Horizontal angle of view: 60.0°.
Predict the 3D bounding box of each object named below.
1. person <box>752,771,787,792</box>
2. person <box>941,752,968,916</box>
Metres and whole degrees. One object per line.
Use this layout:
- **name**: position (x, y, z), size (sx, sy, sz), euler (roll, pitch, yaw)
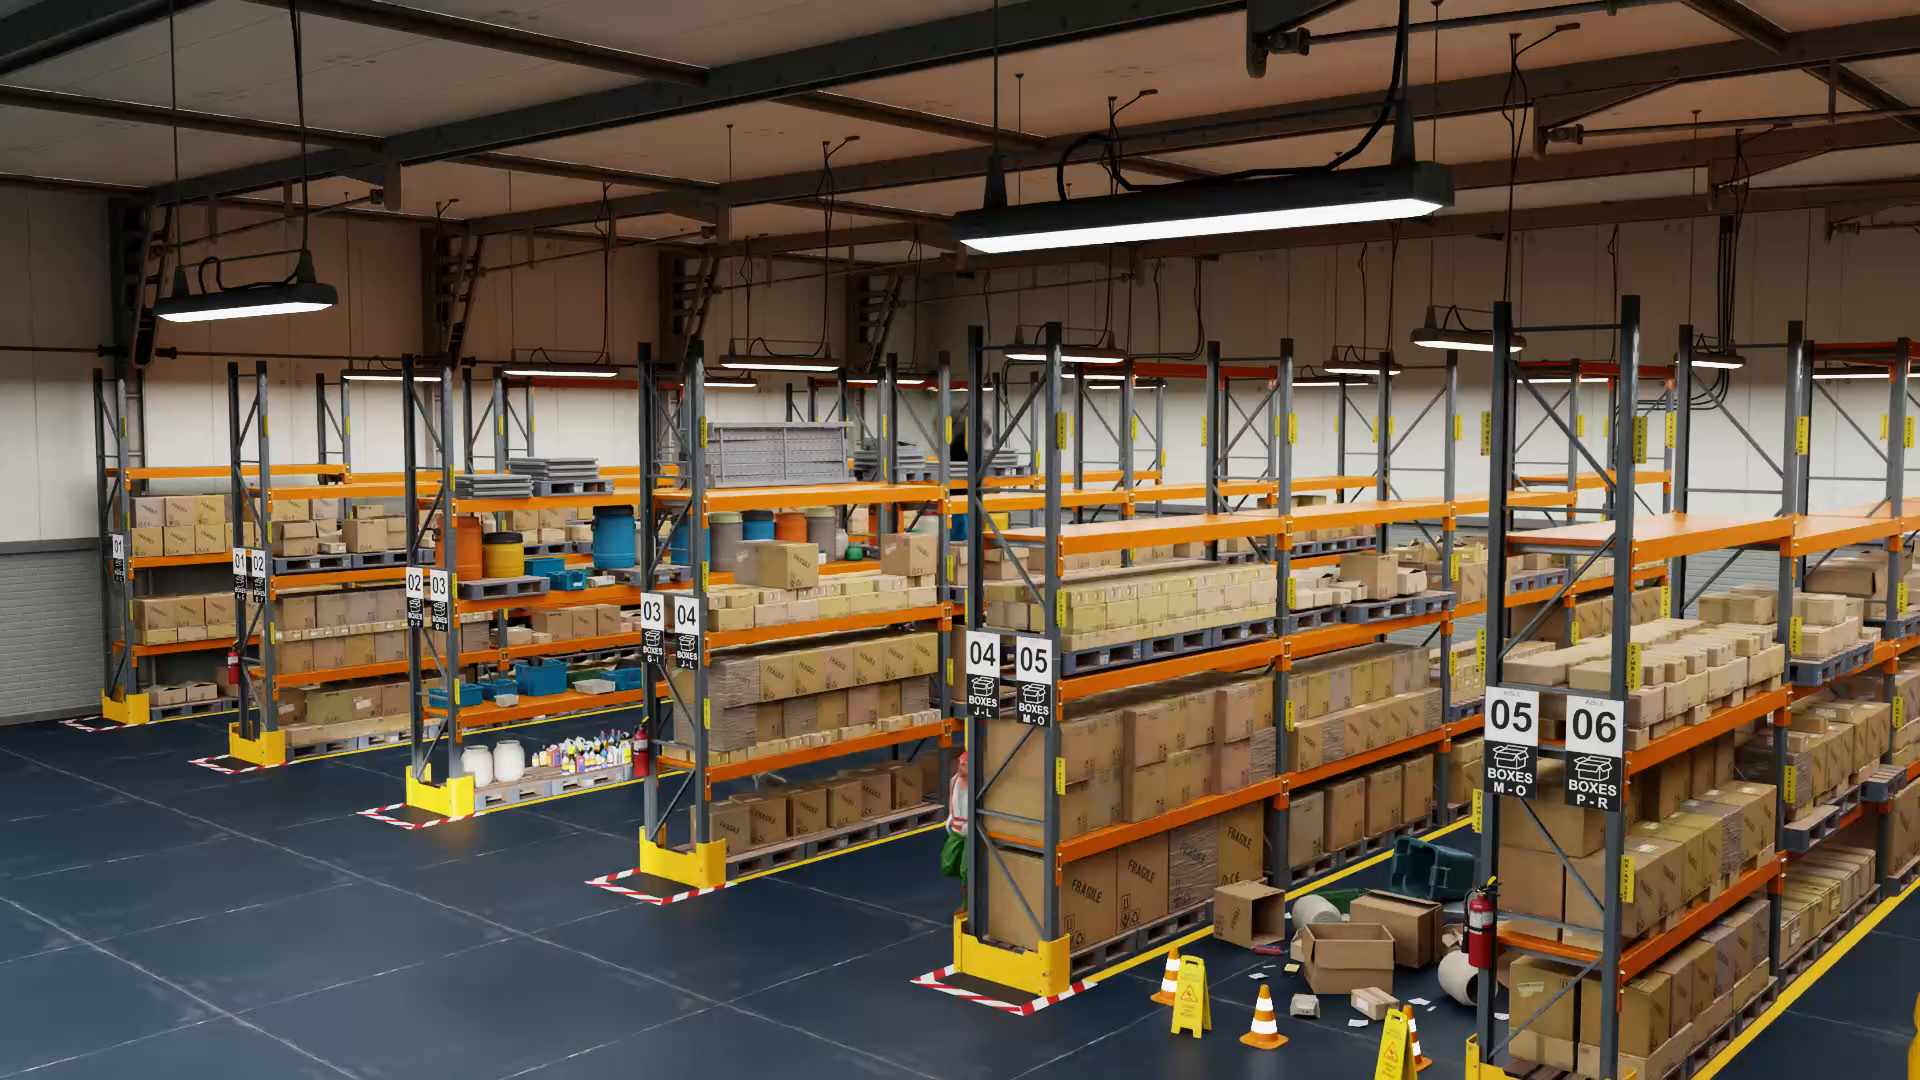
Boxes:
- **person**: position (-2.503, 2.739, 21.756), size (0.570, 1.641, 0.772), euler (3, 5, 35)
- **person**: position (0.086, 3.033, 17.211), size (0.670, 1.737, 0.583), euler (3, 5, 35)
